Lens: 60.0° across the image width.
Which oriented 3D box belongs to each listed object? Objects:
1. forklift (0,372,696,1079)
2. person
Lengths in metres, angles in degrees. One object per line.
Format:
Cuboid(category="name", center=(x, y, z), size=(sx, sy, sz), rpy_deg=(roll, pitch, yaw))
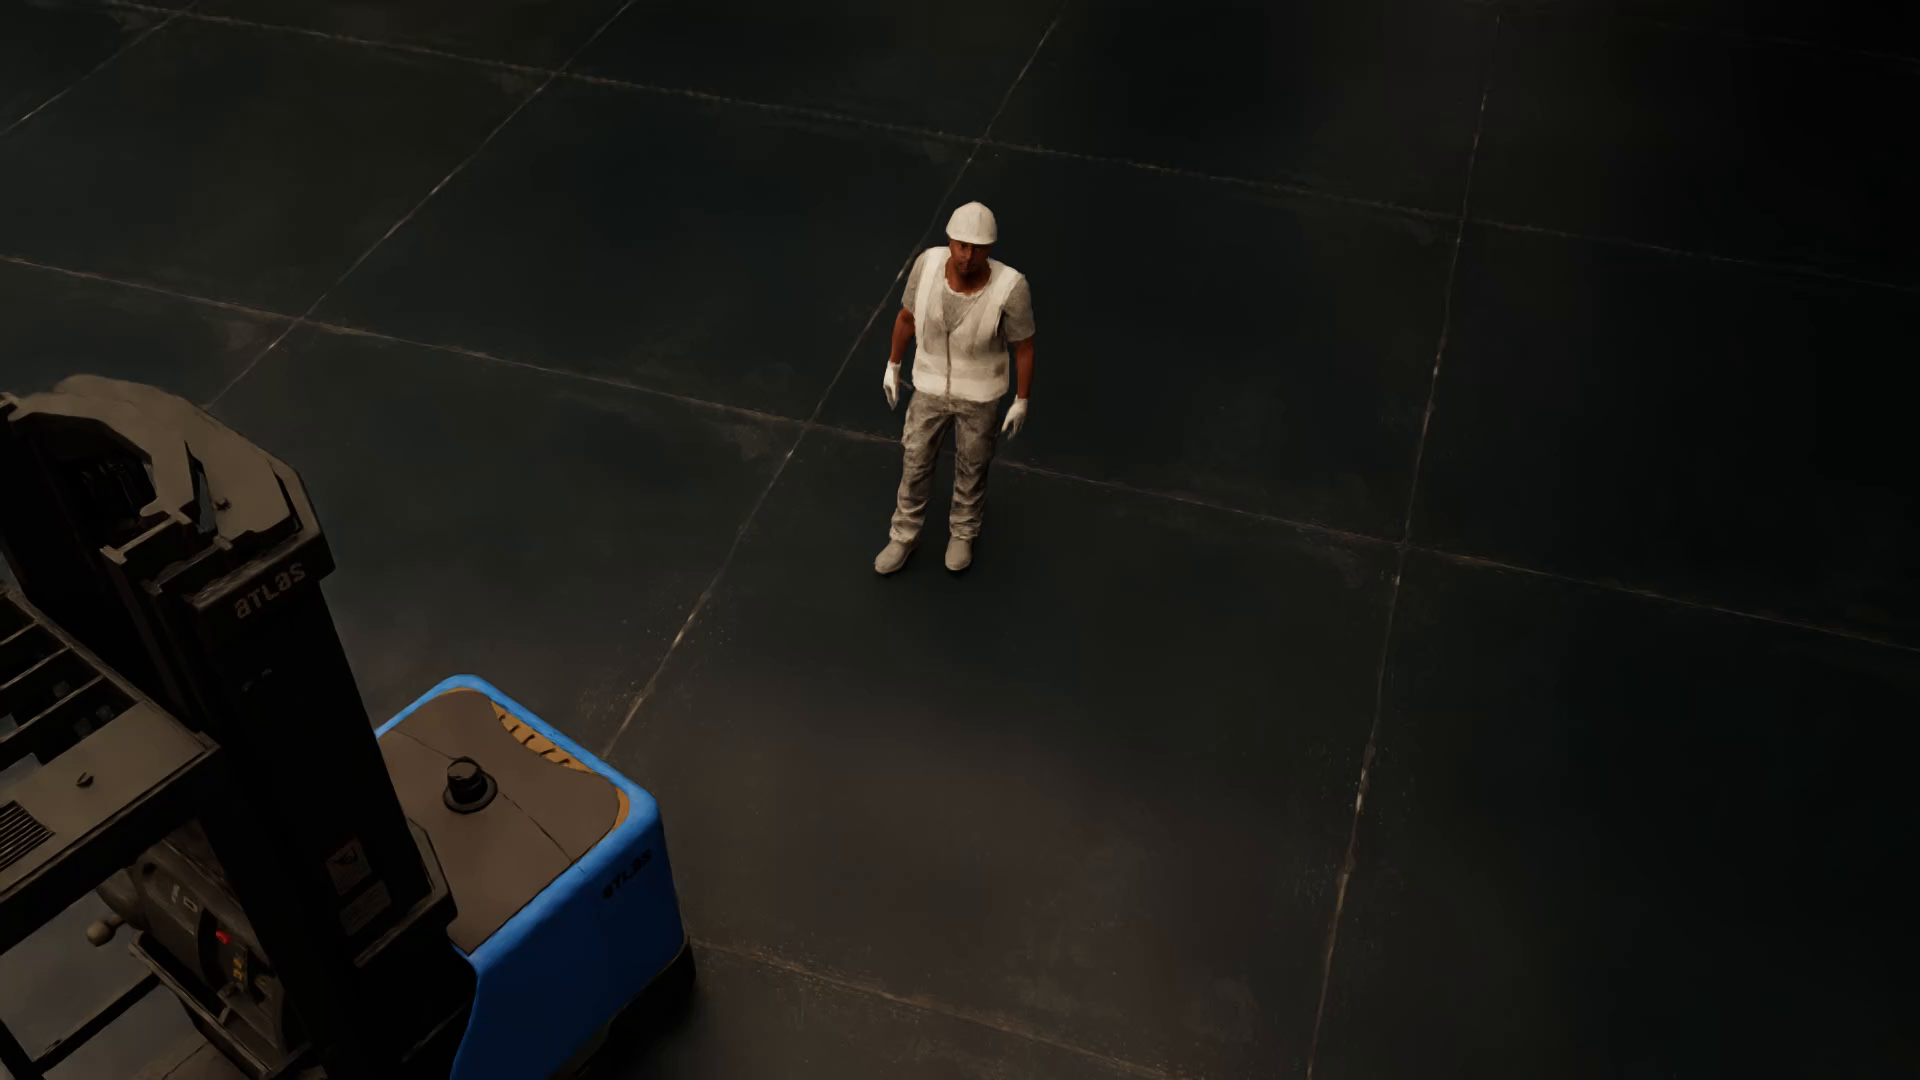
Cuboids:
Cuboid(category="forklift", center=(-2.256, 1.150, 4.453), size=(1.130, 2.935, 3.031), rpy_deg=(28, 50, 27))
Cuboid(category="person", center=(-0.029, -0.613, 7.180), size=(0.655, 1.782, 0.576), rpy_deg=(12, 44, 13))
